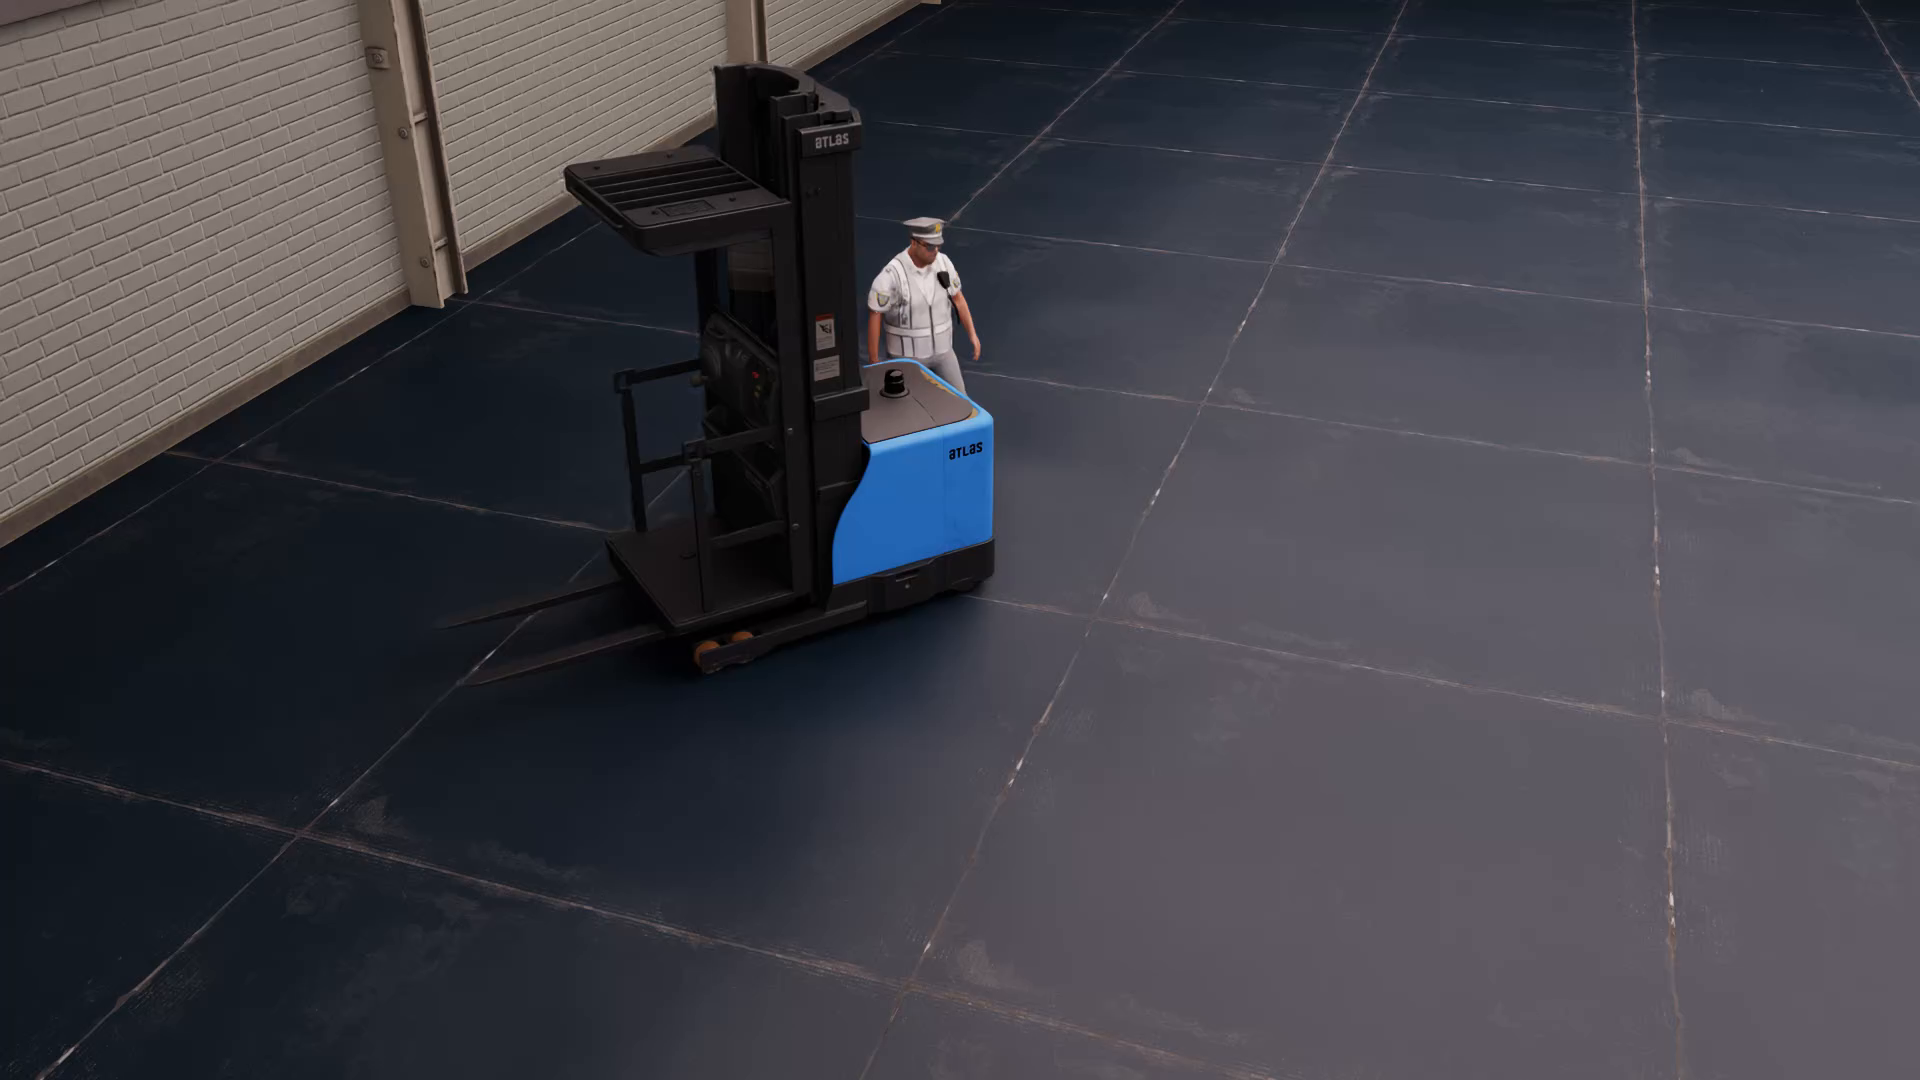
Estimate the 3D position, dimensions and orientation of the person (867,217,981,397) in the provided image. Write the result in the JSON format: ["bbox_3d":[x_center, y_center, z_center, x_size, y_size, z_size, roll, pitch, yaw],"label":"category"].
[{"bbox_3d":[-0.244,-1.208,10.473,0.773,1.726,0.381,-18,34,-28],"label":"person"}]

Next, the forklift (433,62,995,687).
[{"bbox_3d":[-1.334,-0.864,8.653,3.031,2.935,1.130,-16,33,-26],"label":"forklift"}]
